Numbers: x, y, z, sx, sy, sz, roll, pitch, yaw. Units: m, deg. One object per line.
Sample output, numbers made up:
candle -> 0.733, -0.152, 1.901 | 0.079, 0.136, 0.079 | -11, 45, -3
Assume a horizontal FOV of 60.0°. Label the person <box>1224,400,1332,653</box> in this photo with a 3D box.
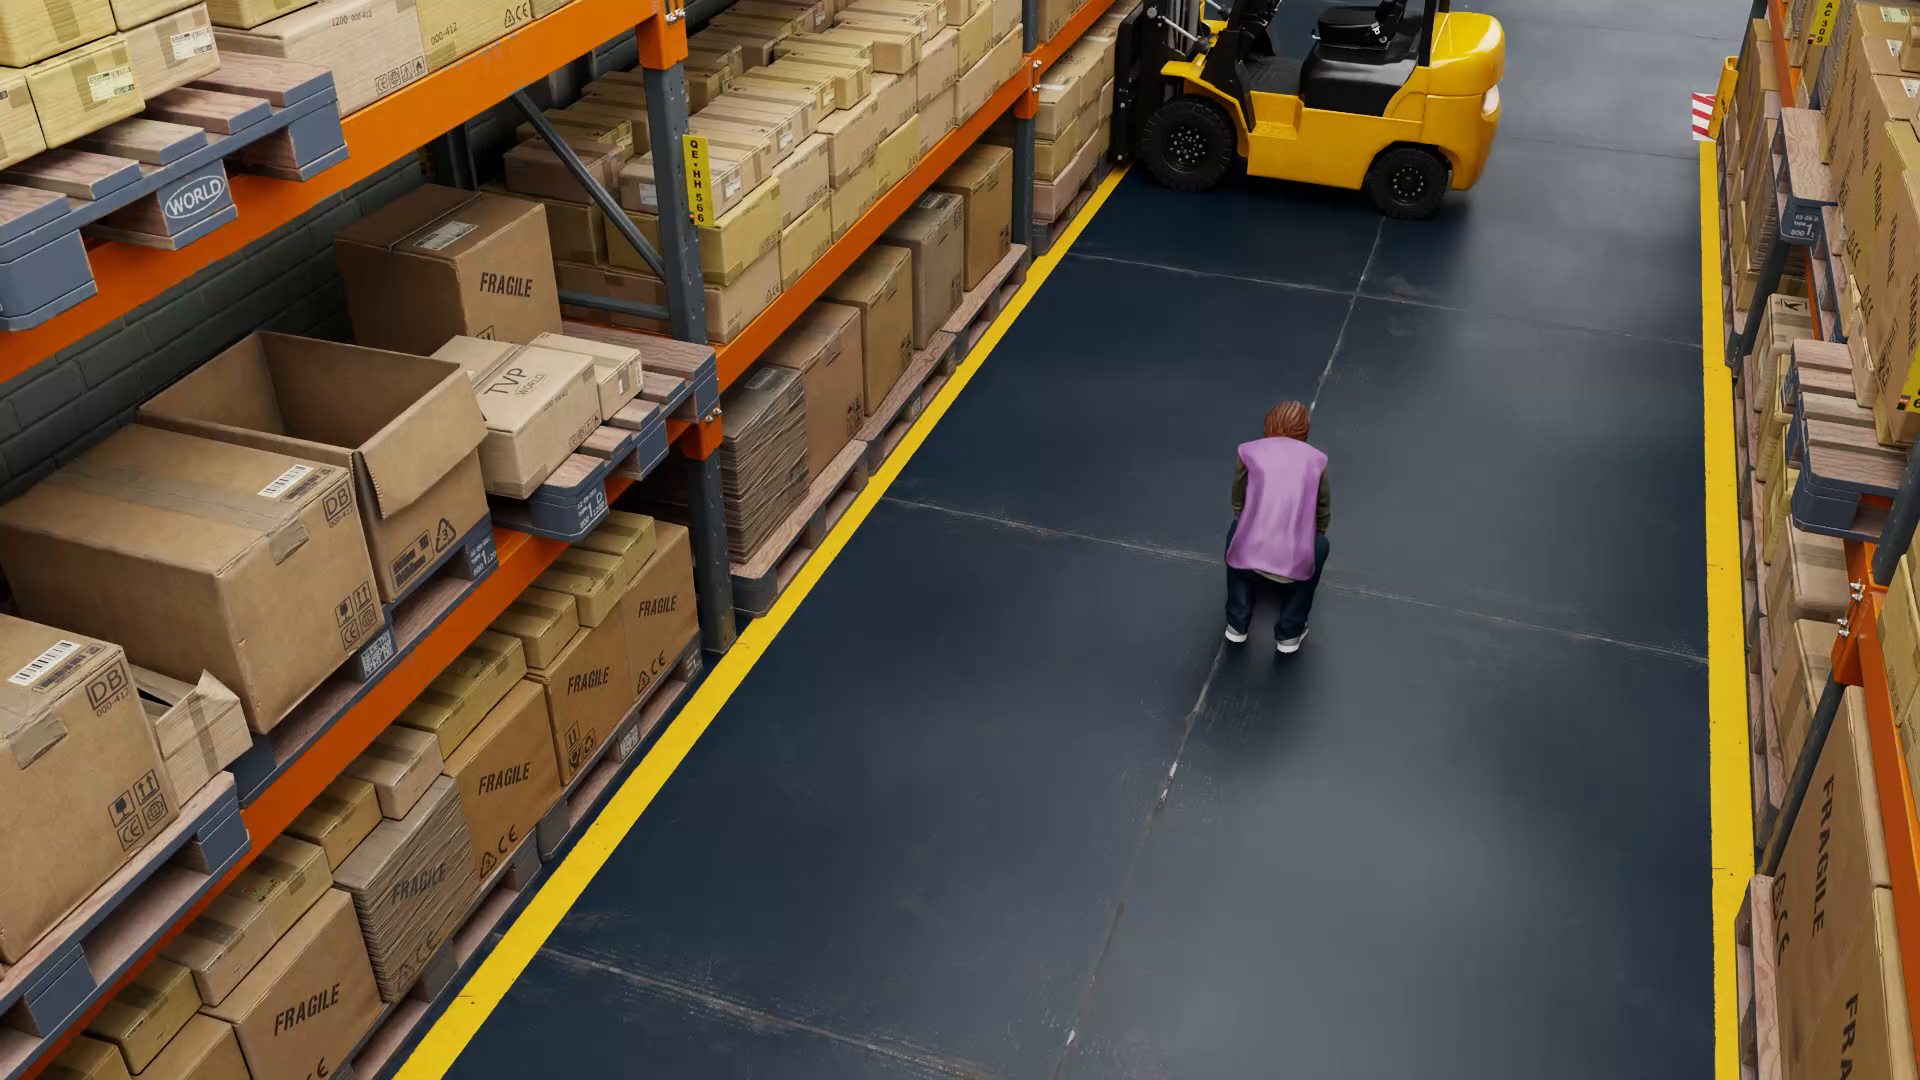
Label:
person -> 1.296, -0.030, 6.845 | 0.449, 0.878, 0.797 | 11, 35, 16
